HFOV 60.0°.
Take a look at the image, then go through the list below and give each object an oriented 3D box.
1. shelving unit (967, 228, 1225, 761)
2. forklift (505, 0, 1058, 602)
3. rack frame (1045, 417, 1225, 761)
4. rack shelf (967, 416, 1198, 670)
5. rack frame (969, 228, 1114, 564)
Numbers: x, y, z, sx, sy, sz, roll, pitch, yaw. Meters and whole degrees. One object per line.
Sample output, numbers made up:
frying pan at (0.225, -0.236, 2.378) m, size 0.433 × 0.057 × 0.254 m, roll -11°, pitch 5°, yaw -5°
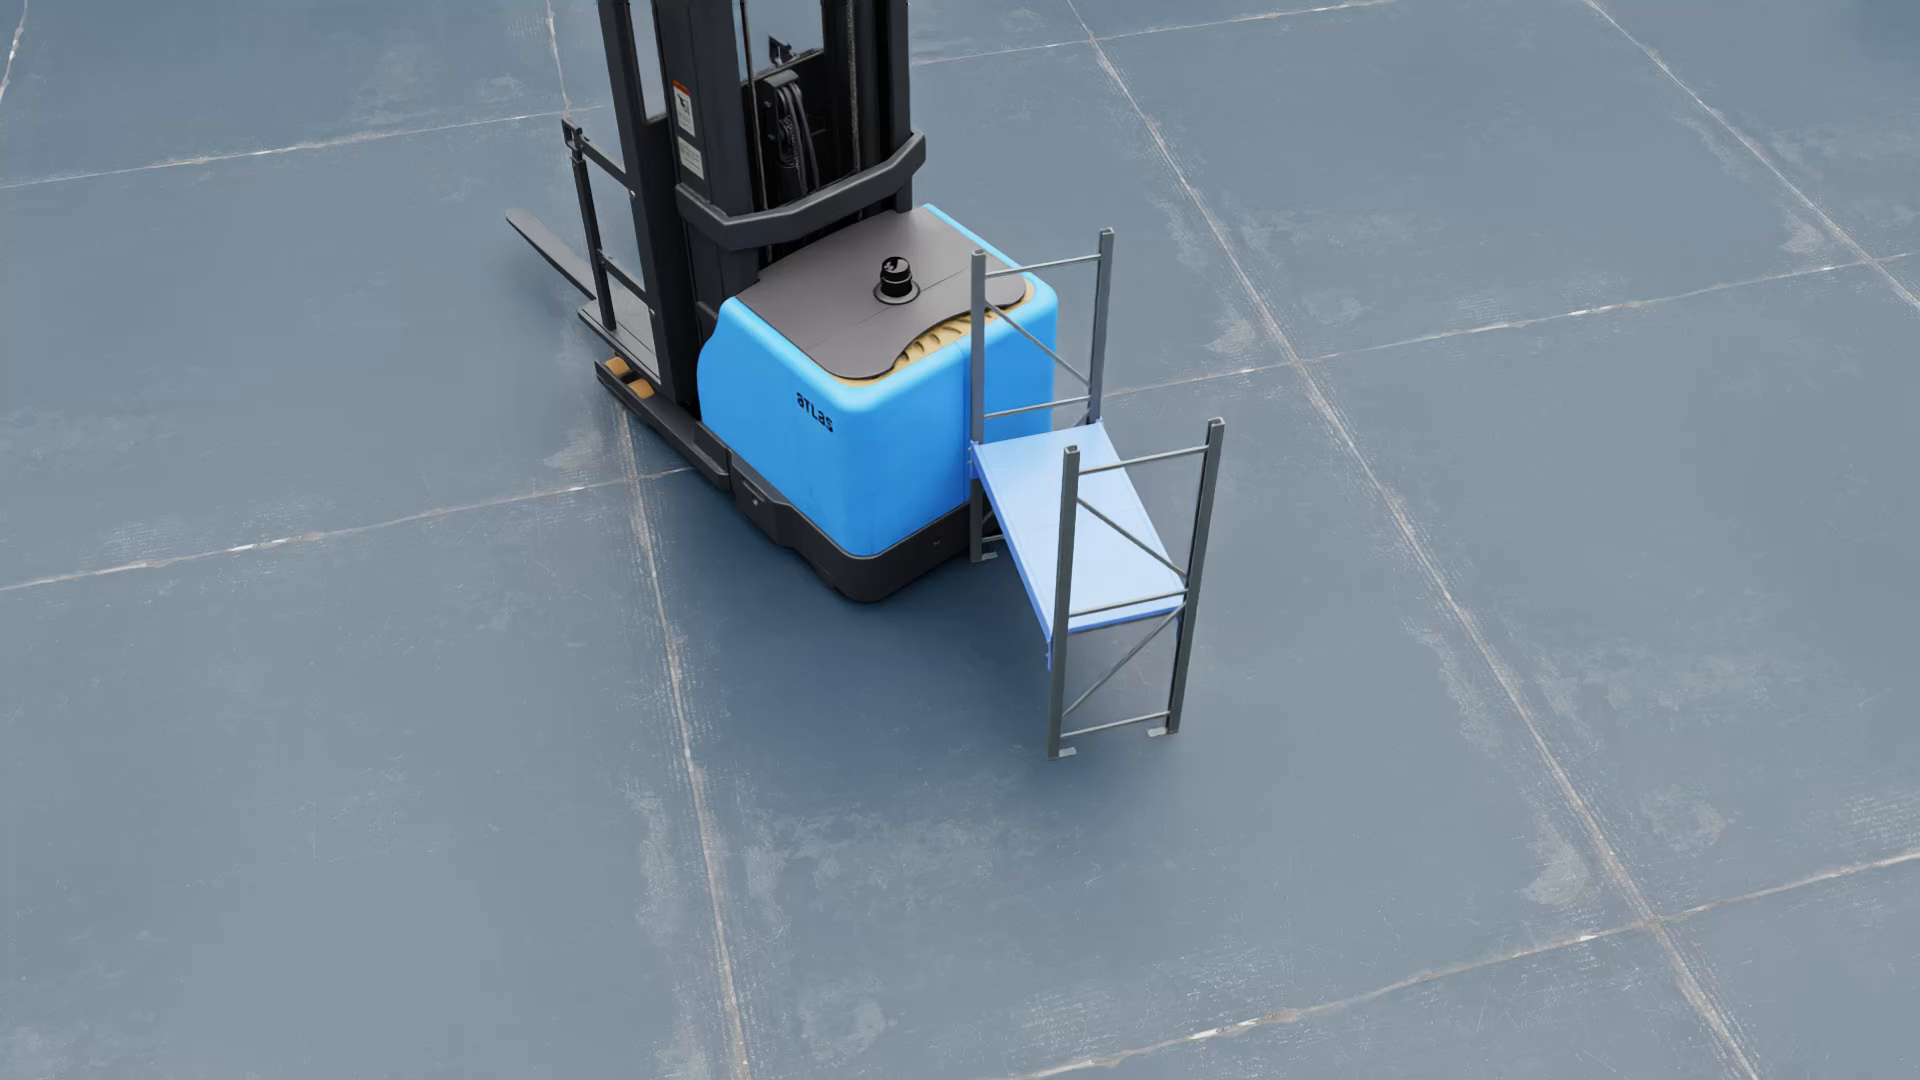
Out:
shelving unit at (0.417, -0.138, 5.835) m, size 0.538 × 1.500 × 1.048 m, roll -11°, pitch 47°, yaw -11°
forklift at (-0.954, -1.772, 6.434) m, size 1.130 × 2.935 × 3.031 m, roll -31°, pitch 53°, yaw -27°
rack frame at (0.552, 0.212, 5.492) m, size 0.500 × 1.500 × 0.032 m, roll -11°, pitch 47°, yaw -11°
rack shelf at (0.417, -0.012, 5.964) m, size 0.538 × 0.185 × 1.000 m, roll -11°, pitch 47°, yaw -11°
rack frame at (0.283, -0.488, 6.178) m, size 0.500 × 1.500 × 0.032 m, roll -11°, pitch 47°, yaw -11°
